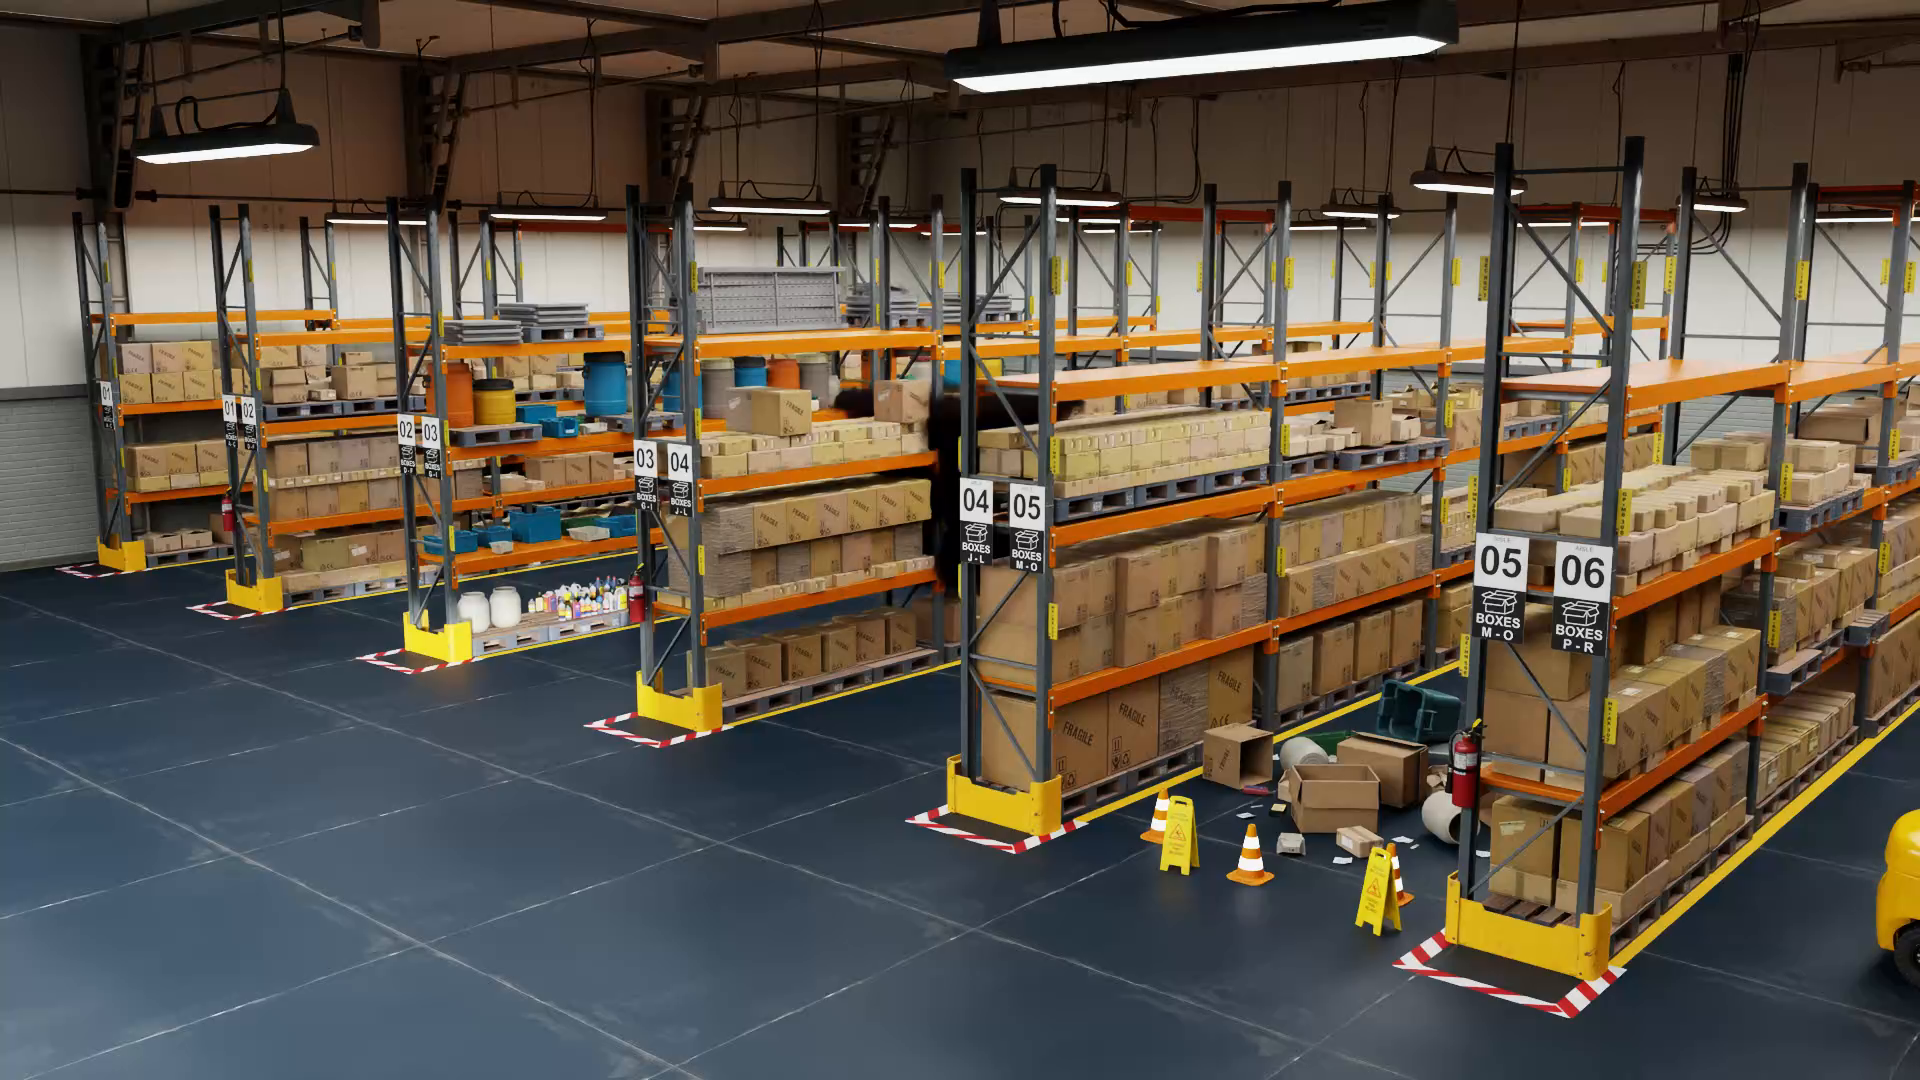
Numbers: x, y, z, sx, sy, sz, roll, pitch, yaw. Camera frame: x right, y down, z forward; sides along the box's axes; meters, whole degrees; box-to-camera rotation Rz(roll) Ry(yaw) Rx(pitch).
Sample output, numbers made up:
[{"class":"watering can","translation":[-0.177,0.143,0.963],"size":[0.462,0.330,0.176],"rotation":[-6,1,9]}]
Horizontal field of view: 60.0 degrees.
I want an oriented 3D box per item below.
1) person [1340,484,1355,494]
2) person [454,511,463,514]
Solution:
[{"class":"person","translation":[6.126,-0.110,26.453],"size":[0.401,1.787,0.633],"rotation":[4,10,23]},{"class":"person","translation":[-9.217,-0.695,30.178],"size":[0.408,1.733,0.556],"rotation":[3,10,20]}]
